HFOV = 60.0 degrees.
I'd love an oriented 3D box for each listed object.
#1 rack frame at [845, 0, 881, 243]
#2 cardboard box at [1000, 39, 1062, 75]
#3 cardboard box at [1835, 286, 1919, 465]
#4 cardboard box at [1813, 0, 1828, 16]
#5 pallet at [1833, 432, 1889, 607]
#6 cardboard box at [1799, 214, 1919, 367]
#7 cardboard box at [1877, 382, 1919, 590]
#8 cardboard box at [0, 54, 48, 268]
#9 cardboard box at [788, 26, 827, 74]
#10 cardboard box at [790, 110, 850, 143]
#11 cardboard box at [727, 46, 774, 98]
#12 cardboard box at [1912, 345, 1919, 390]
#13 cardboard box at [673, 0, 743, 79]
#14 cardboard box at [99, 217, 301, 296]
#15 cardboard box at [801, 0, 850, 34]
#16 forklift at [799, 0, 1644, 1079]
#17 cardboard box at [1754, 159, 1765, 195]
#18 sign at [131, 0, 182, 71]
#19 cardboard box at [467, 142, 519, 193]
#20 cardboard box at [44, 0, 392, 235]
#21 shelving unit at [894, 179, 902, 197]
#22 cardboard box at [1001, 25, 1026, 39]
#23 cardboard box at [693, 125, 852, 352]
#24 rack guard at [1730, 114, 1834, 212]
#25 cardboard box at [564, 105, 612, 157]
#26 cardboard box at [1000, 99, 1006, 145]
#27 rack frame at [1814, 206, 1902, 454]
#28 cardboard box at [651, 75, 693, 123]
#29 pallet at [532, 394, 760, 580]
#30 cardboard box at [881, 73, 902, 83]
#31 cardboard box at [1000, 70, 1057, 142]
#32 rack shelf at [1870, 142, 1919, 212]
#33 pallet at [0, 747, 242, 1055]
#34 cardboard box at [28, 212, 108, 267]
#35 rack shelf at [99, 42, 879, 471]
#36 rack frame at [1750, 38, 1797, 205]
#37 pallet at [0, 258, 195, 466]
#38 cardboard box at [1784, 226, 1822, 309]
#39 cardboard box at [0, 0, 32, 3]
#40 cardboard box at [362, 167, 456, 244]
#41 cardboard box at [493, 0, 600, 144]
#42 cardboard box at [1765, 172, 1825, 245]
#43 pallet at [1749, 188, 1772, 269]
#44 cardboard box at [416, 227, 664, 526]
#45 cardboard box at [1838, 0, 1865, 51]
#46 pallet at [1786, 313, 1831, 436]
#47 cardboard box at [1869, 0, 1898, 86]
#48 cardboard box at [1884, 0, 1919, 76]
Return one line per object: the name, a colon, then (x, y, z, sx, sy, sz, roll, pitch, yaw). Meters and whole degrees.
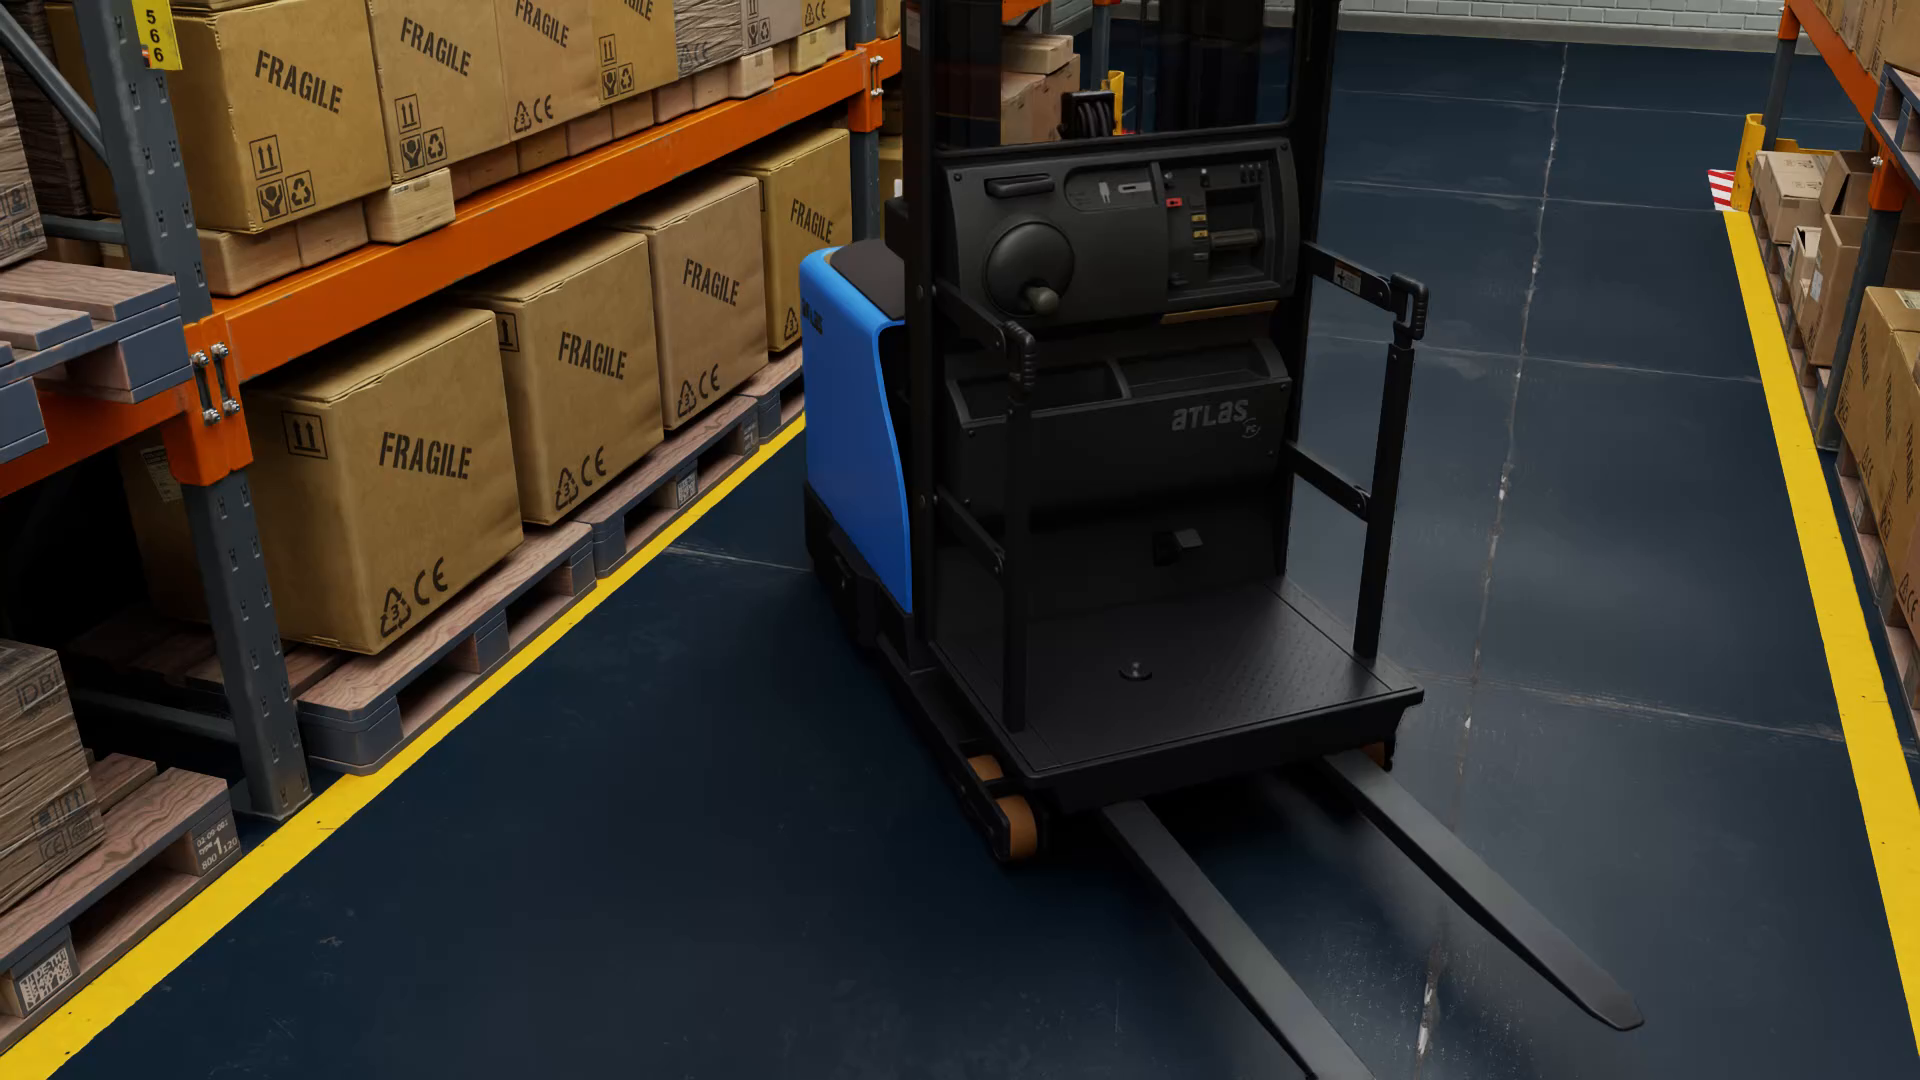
rack frame: (-0.851, -2.364, 7.191, 1.000, 3.000, 0.127, 9, 27, 17)
cardboard box: (0.386, -2.877, 9.893, 0.380, 0.149, 0.250, 9, 27, 19)
cardboard box: (3.431, -0.557, 5.821, 0.500, 0.500, 0.500, 8, 27, 15)
cardboard box: (4.420, -2.773, 7.921, 0.500, 0.500, 0.500, 9, 27, 17)
pallet: (3.587, -0.052, 5.616, 1.003, 0.211, 1.213, 9, 27, 17)
cardboard box: (3.744, -0.995, 6.727, 0.500, 0.500, 0.500, 9, 27, 17)
cardboard box: (3.090, -0.132, 4.943, 0.500, 0.500, 0.500, 9, 27, 18)
cardboard box: (-2.329, -0.769, 3.276, 0.700, 0.500, 0.500, 6, 26, 11)
cardboard box: (-0.758, -1.973, 6.648, 0.380, 0.149, 0.250, 9, 27, 18)
cardboard box: (-0.741, -1.982, 8.043, 0.380, 0.149, 0.250, 9, 27, 17)
cardboard box: (-0.919, -1.756, 6.200, 0.380, 0.149, 0.250, 9, 27, 17)
cardboard box: (3.098, -0.483, 4.809, 0.500, 0.250, 0.500, 9, 27, 18)
cardboard box: (-1.103, -1.909, 5.772, 0.500, 0.500, 0.500, 9, 27, 18)
cardboard box: (-1.854, -0.718, 4.056, 0.380, 0.149, 0.250, 8, 27, 17)
cardboard box: (-0.767, -2.326, 6.632, 0.500, 0.500, 0.500, 8, 27, 17)
forklift: (0.492, -0.730, 3.895, 1.130, 2.935, 3.031, -10, 27, -19)
cardboard box: (4.606, -1.989, 9.162, 0.380, 0.166, 0.250, 9, 27, 17)
sign: (-1.667, -1.131, 3.406, 0.100, 0.325, 0.005, 9, 27, 17)
cardboard box: (-1.548, -1.146, 4.941, 0.380, 0.149, 0.250, 9, 27, 19)
cardboard box: (-1.779, -1.071, 4.040, 0.500, 0.500, 0.500, 10, 27, 19)
shelving unit: (0.007, -0.706, 5.831, 0.258, 1.200, 0.503, 13, 29, 24)
cardboard box: (0.194, -3.142, 10.439, 0.380, 0.149, 0.250, 9, 27, 18)
cardboard box: (-0.945, -1.300, 6.977, 0.750, 0.750, 0.750, 9, 27, 18)
rack guard: (5.127, -2.135, 9.585, 1.175, 0.500, 0.348, 9, 27, 17)
cardboard box: (-1.354, -1.350, 5.361, 0.380, 0.149, 0.250, 9, 27, 18)
cardboard box: (-0.162, -2.137, 9.108, 0.700, 0.500, 0.500, 9, 27, 19)
rack frame: (3.822, -1.647, 5.710, 1.000, 3.000, 0.127, 9, 27, 17)
cardboard box: (-1.161, -1.564, 5.804, 0.380, 0.149, 0.250, 8, 27, 16)
pallet: (-1.441, -0.278, 6.082, 1.003, 0.211, 1.213, 9, 27, 17)
cardboard box: (-0.396, -2.410, 8.929, 0.380, 0.149, 0.250, 9, 27, 18)
cardboard box: (0.175, -2.564, 9.990, 0.700, 0.500, 0.500, 9, 27, 17)
rack shelf: (3.156, -0.502, 4.169, 1.077, 0.370, 4.000, 9, 27, 17)
pallet: (-2.444, 0.856, 3.740, 1.003, 0.211, 1.213, 9, 27, 17)
cardboard box: (-2.315, -0.787, 4.199, 0.380, 0.149, 0.250, 9, 27, 18)
rack shelf: (-1.517, -1.218, 5.650, 1.077, 0.370, 4.000, 9, 27, 17)
rack frame: (5.153, -3.291, 9.105, 1.000, 3.000, 0.127, 9, 27, 17)
pallet: (-2.319, -0.326, 3.201, 1.213, 0.211, 1.003, 9, 27, 17)
cardboard box: (3.993, -1.219, 7.405, 0.500, 0.311, 0.500, 9, 27, 17)
cardboard box: (-2.276, -1.470, 4.004, 0.500, 0.250, 0.500, 10, 27, 19)
cardboard box: (-1.594, -0.917, 4.467, 0.380, 0.149, 0.250, 10, 27, 19)
cardboard box: (-1.430, -1.488, 4.903, 0.500, 0.500, 0.500, 9, 27, 17)
cardboard box: (4.371, -1.658, 8.383, 0.500, 0.250, 0.500, 9, 27, 17)
pallet: (4.863, -1.677, 8.971, 1.003, 0.211, 1.213, 9, 27, 17)
cardboard box: (-1.516, -0.584, 5.499, 0.750, 0.750, 0.750, 9, 27, 17)
cardboard box: (4.085, -2.358, 7.064, 0.500, 0.500, 0.500, 9, 27, 19)
pallet: (4.051, -0.674, 6.900, 1.003, 0.211, 1.213, 9, 27, 17)
cardboard box: (3.746, -1.935, 6.189, 0.500, 0.500, 0.500, 9, 27, 18)
cardboard box: (3.453, -1.719, 5.262, 0.700, 0.500, 0.500, 0, 26, 0)
